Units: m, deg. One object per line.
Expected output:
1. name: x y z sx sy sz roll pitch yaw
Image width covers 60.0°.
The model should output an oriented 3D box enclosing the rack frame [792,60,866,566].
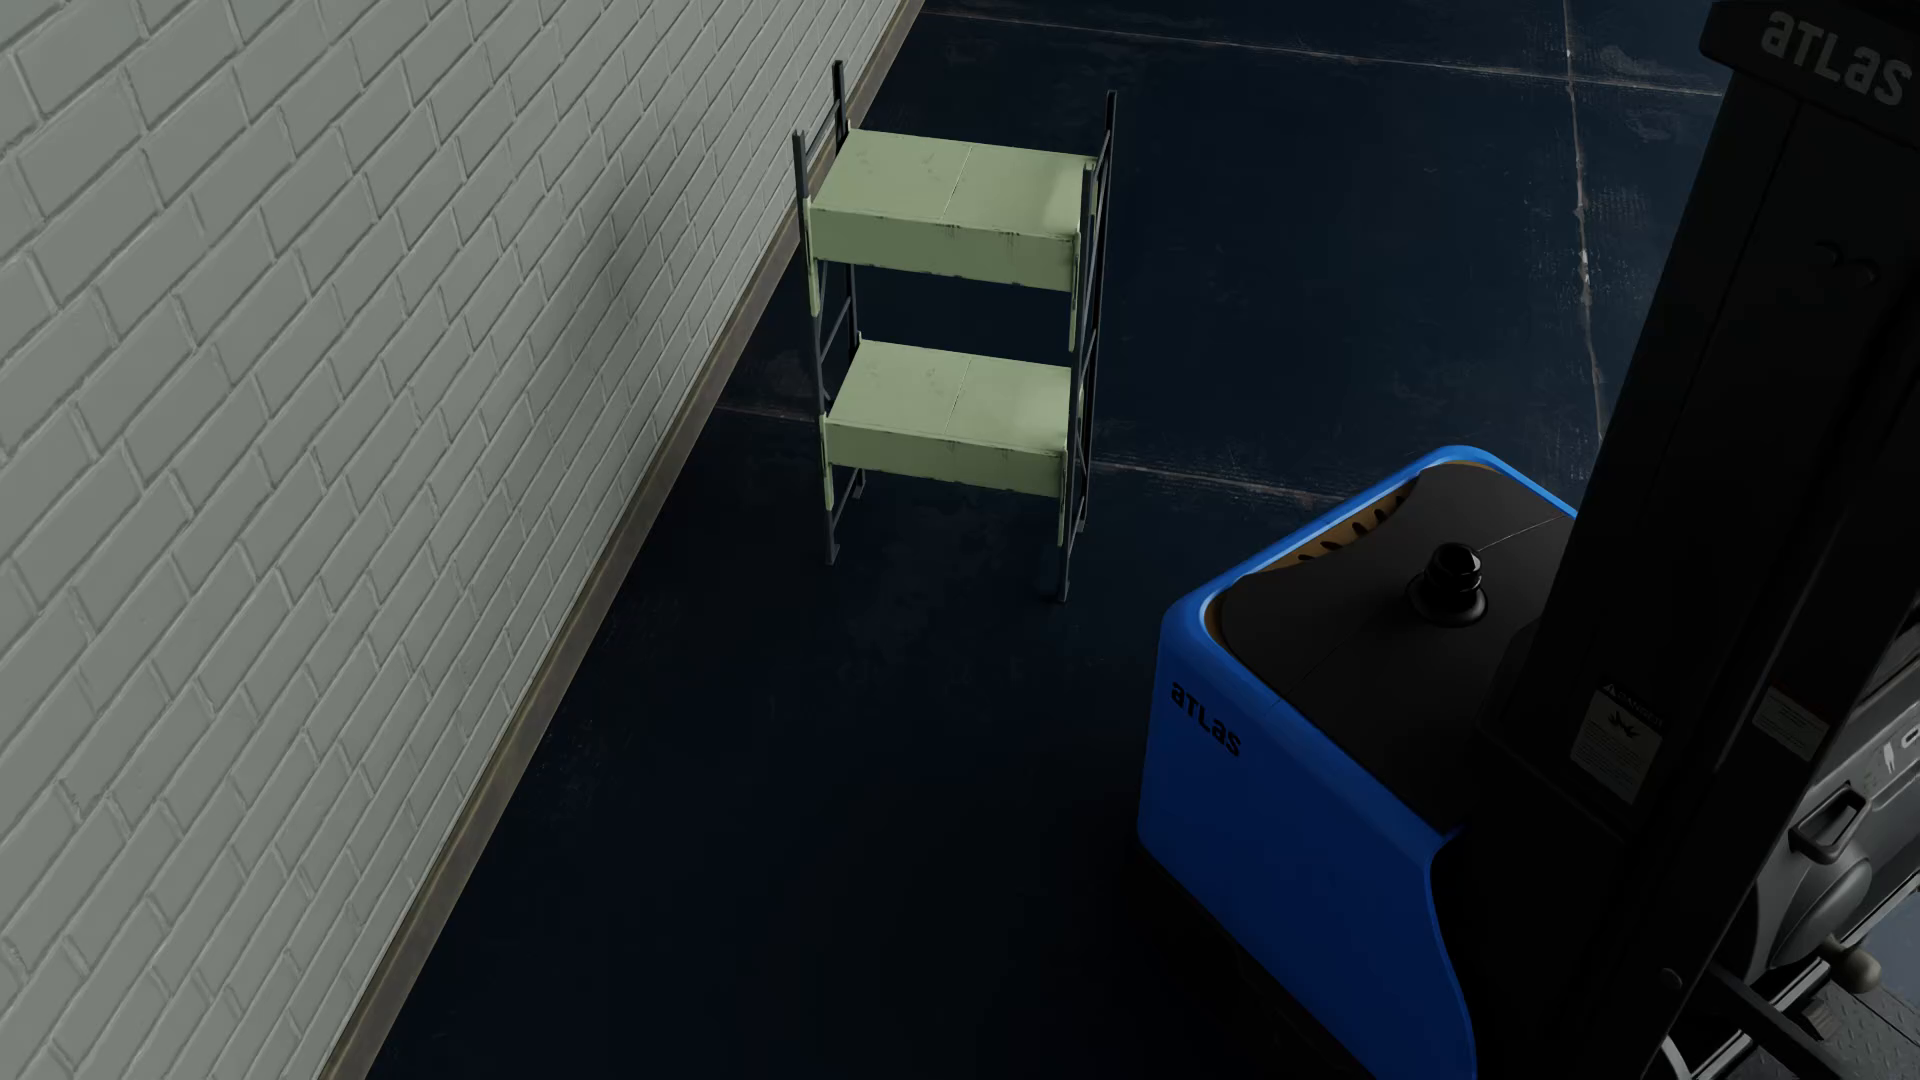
1. rack frame: -0.364 -0.597 4.789 0.023 1.500 0.400 9 45 9

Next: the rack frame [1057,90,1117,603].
1. rack frame: 0.351 -0.486 4.673 0.023 1.500 0.400 9 45 9

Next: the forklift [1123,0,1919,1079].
1. forklift: 1.704 0.483 2.635 1.130 2.935 3.031 -28 50 -26

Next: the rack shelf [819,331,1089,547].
1. rack shelf: -0.007 -0.306 4.957 0.720 0.370 0.431 9 45 9

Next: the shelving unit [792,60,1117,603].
1. shelving unit: -0.007 -0.541 4.731 0.755 1.500 0.431 9 45 9

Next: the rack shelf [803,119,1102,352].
1. rack shelf: -0.007 -0.823 4.460 0.720 0.370 0.431 9 45 9
